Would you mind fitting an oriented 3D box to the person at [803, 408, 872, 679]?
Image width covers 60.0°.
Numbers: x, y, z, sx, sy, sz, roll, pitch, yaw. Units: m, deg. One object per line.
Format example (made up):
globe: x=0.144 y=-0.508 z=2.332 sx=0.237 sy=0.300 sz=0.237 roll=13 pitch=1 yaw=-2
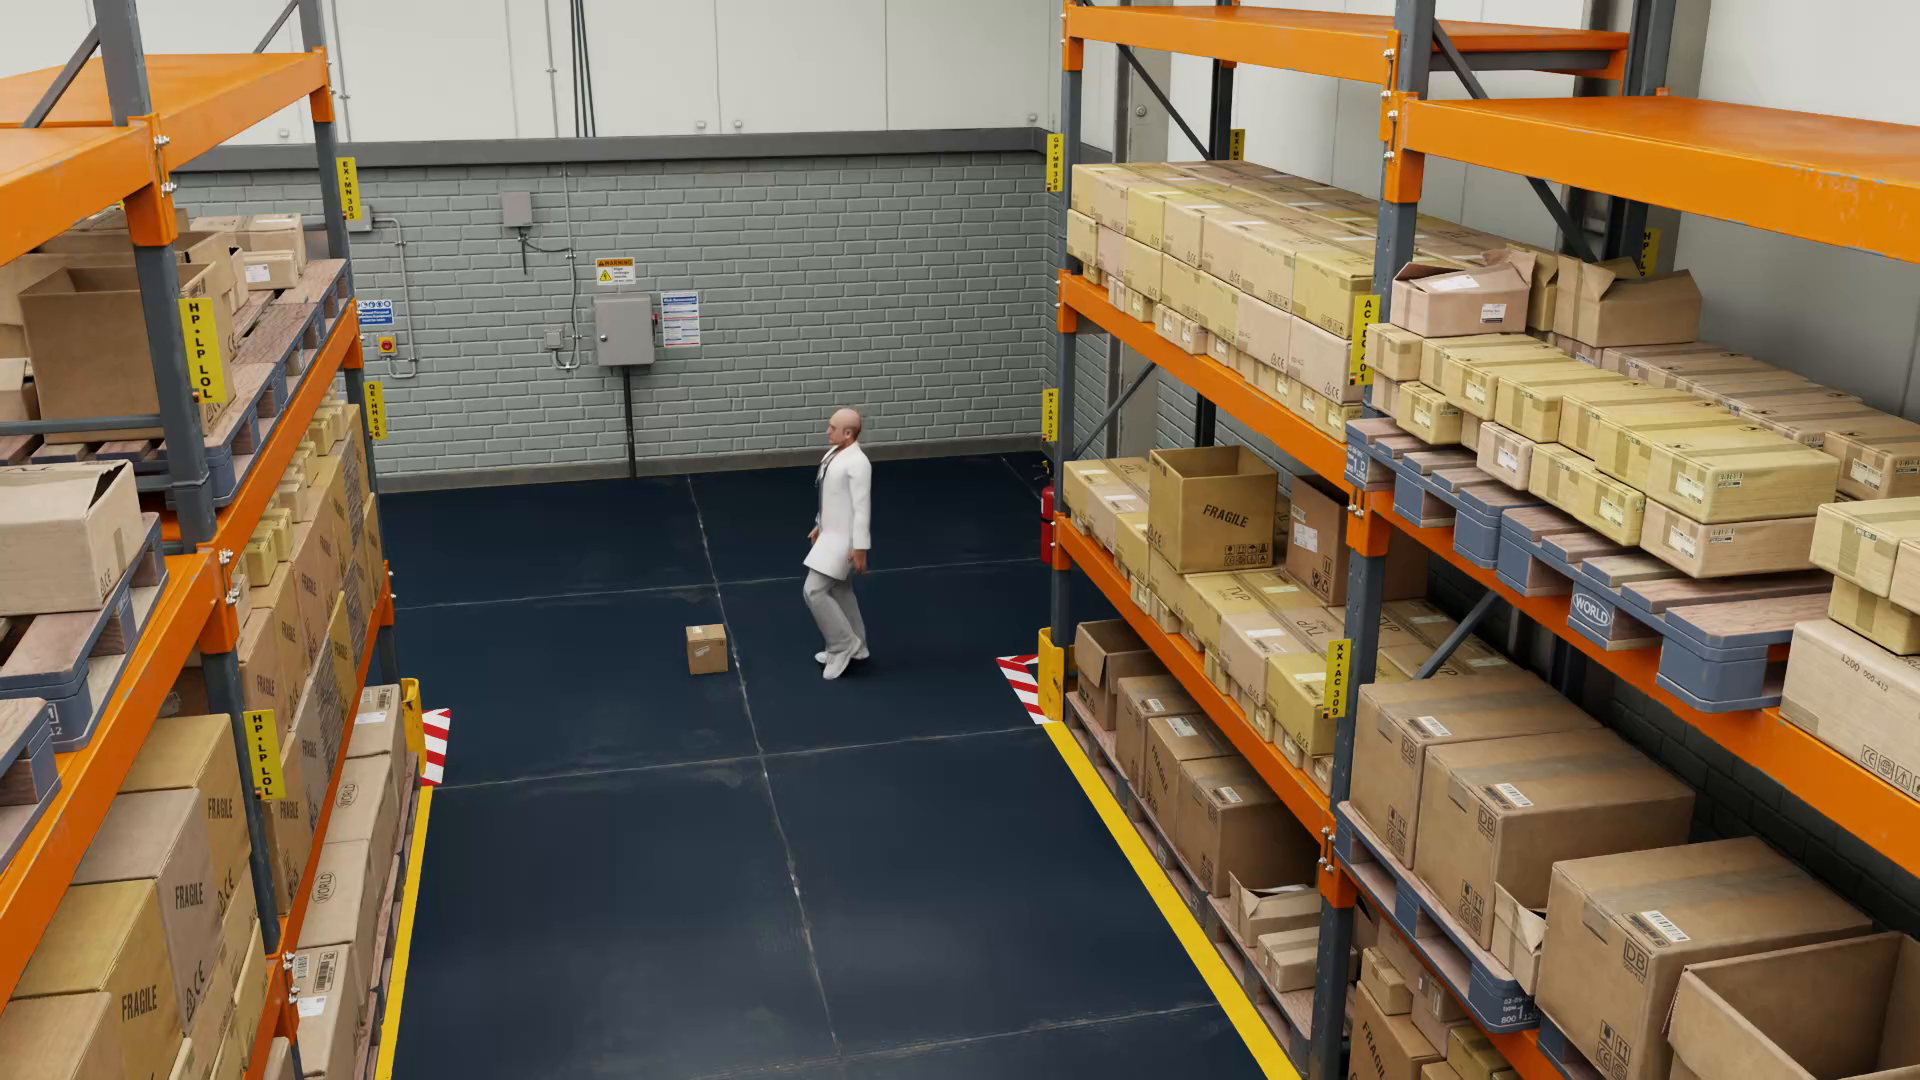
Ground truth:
person: x=-0.842 y=0.015 z=11.062 sx=0.469 sy=1.818 sz=0.646 roll=-5 pitch=20 yaw=-13
